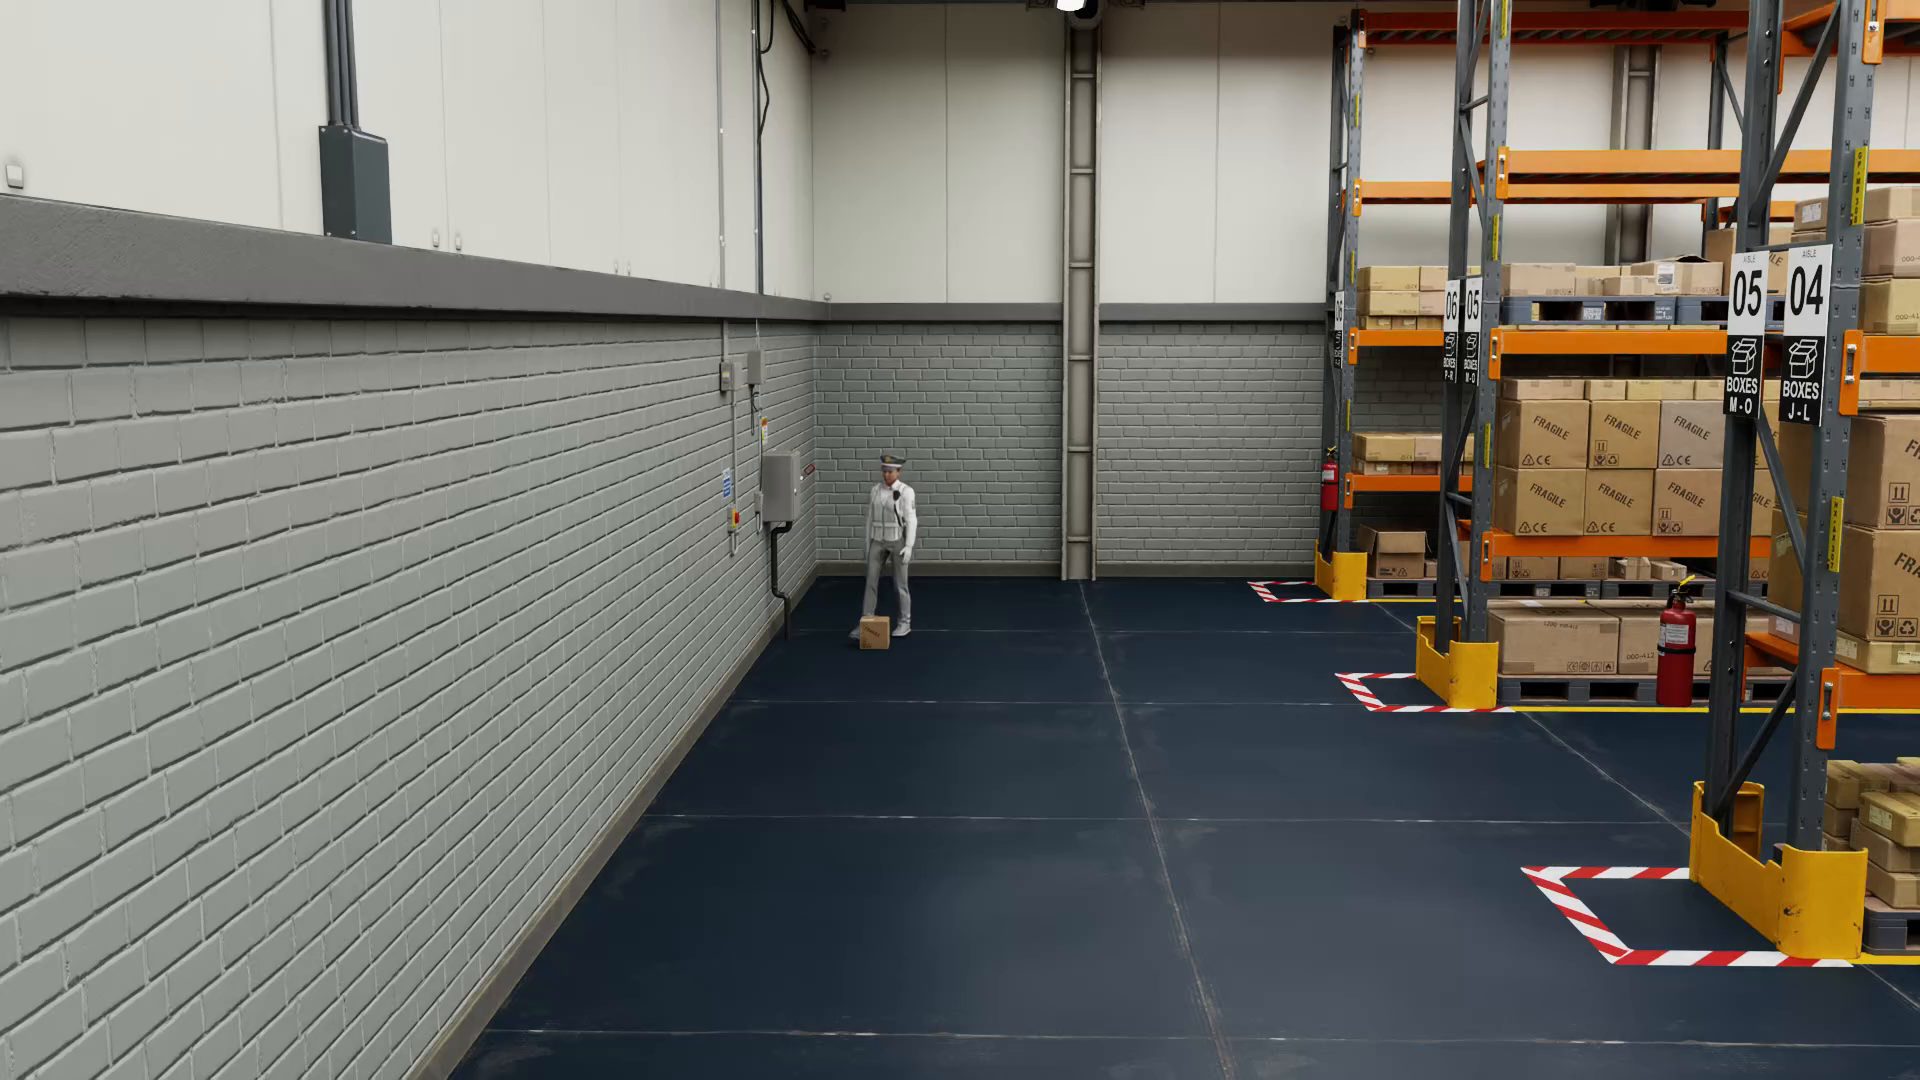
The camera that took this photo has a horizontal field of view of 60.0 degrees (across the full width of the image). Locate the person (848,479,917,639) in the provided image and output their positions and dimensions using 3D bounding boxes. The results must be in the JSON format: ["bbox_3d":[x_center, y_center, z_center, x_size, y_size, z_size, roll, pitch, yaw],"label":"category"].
[{"bbox_3d":[-0.693,0.173,15.199,0.530,1.445,0.538,3,8,23],"label":"person"}]
